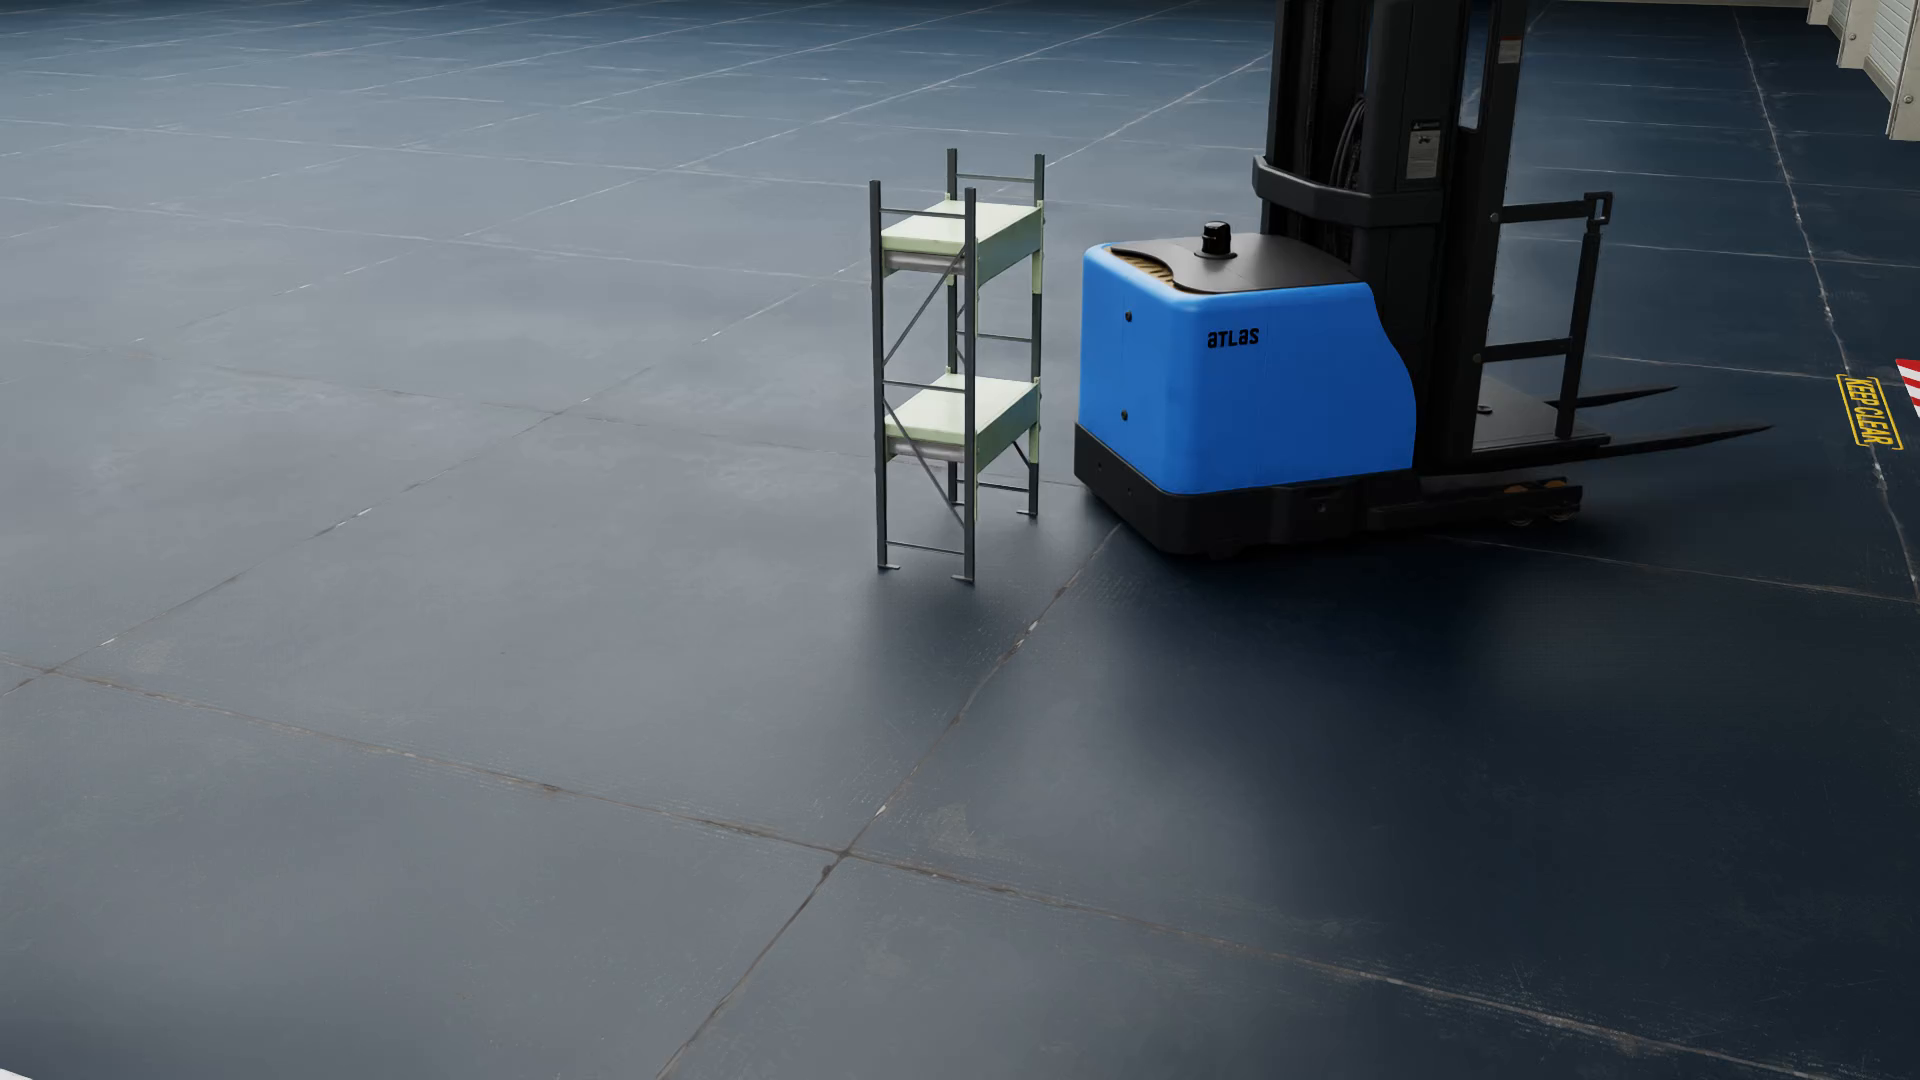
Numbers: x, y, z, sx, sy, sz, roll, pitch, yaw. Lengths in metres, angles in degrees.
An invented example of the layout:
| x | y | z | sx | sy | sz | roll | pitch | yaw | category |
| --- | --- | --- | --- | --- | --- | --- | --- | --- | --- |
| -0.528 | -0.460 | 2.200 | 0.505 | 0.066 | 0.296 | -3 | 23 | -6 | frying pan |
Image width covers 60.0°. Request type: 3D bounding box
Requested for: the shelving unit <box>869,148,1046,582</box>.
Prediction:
| x | y | z | sx | sy | sz | roll | pitch | yaw | category |
| --- | --- | --- | --- | --- | --- | --- | --- | --- | --- |
| 0.002 | -0.694 | 6.467 | 0.431 | 1.500 | 0.755 | 9 | 24 | 20 | shelving unit |

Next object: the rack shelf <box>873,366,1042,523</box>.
| x | y | z | sx | sy | sz | roll | pitch | yaw | category |
| --- | --- | --- | --- | --- | --- | --- | --- | --- | --- |
| 0.002 | -0.394 | 6.592 | 0.431 | 0.370 | 0.720 | 9 | 24 | 20 | rack shelf |

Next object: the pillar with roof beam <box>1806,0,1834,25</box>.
| x | y | z | sx | sy | sz | roll | pitch | yaw | category |
| --- | --- | --- | --- | --- | --- | --- | --- | --- | --- |
| 9.594 | -12.952 | 26.083 | 9.100 | 9.000 | 0.400 | 9 | 24 | 20 | pillar with roof beam |

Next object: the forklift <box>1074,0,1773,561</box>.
| x | y | z | sx | sy | sz | roll | pitch | yaw | category |
| --- | --- | --- | --- | --- | --- | --- | --- | --- | --- |
| 2.071 | -1.594 | 6.763 | 3.031 | 2.935 | 1.130 | -7 | 24 | -17 | forklift |

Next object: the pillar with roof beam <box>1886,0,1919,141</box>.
| x | y | z | sx | sy | sz | roll | pitch | yaw | category |
| --- | --- | --- | --- | --- | --- | --- | --- | --- | --- |
| 5.137 | -8.658 | 15.802 | 9.100 | 9.000 | 0.400 | 9 | 24 | 20 | pillar with roof beam |

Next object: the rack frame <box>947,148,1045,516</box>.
| x | y | z | sx | sy | sz | roll | pitch | yaw | category |
| --- | --- | --- | --- | --- | --- | --- | --- | --- | --- |
| 0.138 | -0.825 | 6.780 | 0.400 | 1.500 | 0.023 | 9 | 24 | 20 | rack frame |

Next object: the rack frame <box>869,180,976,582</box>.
| x | y | z | sx | sy | sz | roll | pitch | yaw | category |
| --- | --- | --- | --- | --- | --- | --- | --- | --- | --- |
| -0.133 | -0.563 | 6.153 | 0.400 | 1.500 | 0.023 | 9 | 24 | 20 | rack frame |

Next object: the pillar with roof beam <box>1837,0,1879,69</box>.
| x | y | z | sx | sy | sz | roll | pitch | yaw | category |
| --- | --- | --- | --- | --- | --- | --- | --- | --- | --- |
| 7.366 | -10.805 | 20.943 | 9.100 | 9.000 | 0.400 | 9 | 24 | 20 | pillar with roof beam |

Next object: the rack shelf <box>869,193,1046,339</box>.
| x | y | z | sx | sy | sz | roll | pitch | yaw | category |
| --- | --- | --- | --- | --- | --- | --- | --- | --- | --- |
| 0.002 | -1.055 | 6.316 | 0.431 | 0.370 | 0.720 | 9 | 24 | 20 | rack shelf |
